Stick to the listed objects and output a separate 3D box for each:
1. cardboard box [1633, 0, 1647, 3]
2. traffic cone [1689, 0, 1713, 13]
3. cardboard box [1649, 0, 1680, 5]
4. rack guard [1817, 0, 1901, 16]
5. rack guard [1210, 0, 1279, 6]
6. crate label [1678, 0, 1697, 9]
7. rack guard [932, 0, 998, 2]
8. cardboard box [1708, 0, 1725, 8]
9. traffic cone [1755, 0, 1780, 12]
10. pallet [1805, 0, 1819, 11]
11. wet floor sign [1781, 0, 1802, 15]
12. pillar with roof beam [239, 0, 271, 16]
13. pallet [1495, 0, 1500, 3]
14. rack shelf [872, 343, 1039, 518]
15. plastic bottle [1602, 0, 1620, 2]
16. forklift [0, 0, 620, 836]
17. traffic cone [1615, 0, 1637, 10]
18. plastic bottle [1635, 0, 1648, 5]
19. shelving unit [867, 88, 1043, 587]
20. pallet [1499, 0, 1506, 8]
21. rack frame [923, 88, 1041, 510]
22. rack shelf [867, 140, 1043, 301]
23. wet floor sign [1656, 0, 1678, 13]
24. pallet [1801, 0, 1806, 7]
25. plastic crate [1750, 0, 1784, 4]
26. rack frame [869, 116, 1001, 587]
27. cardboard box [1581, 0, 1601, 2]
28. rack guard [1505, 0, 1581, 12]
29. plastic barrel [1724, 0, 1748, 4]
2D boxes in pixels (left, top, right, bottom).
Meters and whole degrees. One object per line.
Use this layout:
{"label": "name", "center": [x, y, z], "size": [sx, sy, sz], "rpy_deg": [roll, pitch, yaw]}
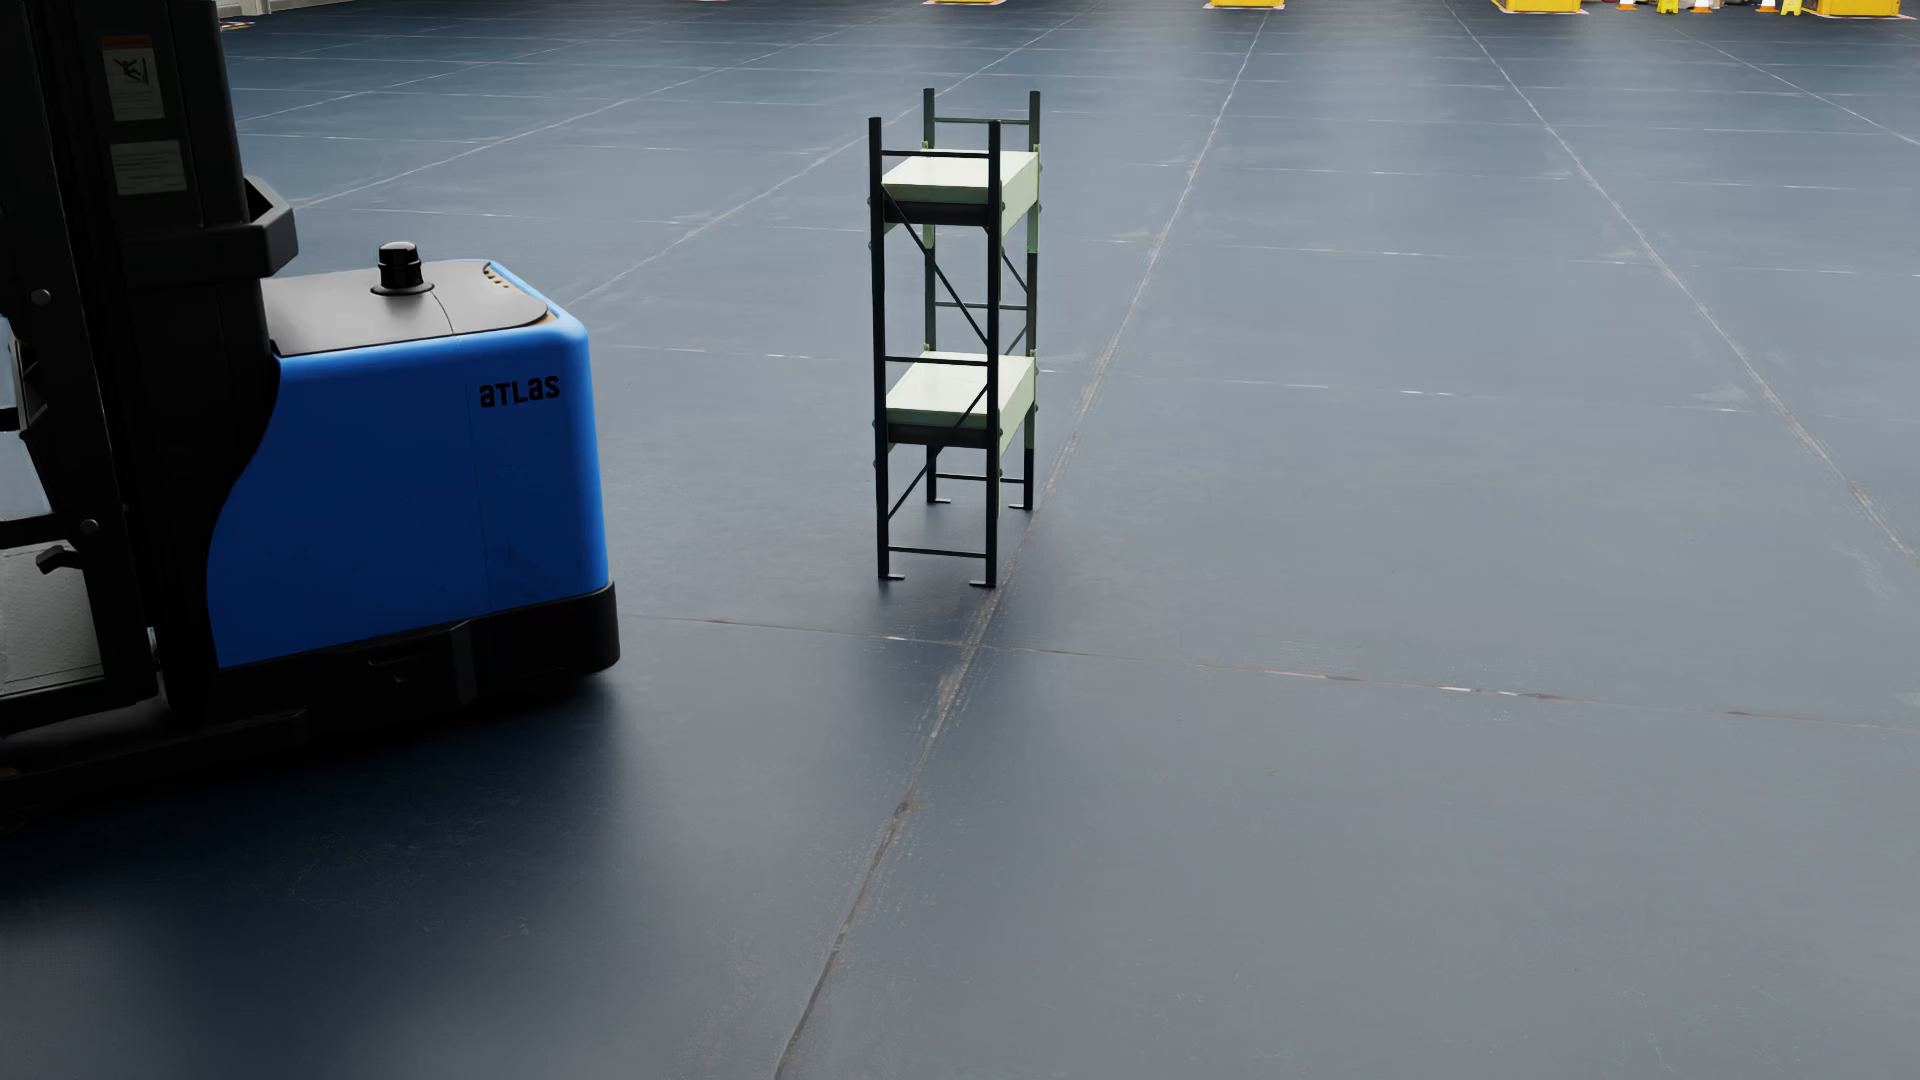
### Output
{"label": "cardboard box", "center": [12.068, -9.735, 29.670], "size": [0.396, 0.266, 0.258], "rpy_deg": [8, 23, 20]}
{"label": "traffic cone", "center": [12.335, -9.008, 27.601], "size": [0.336, 0.463, 0.334], "rpy_deg": [4, 22, 11]}
{"label": "cardboard box", "center": [12.546, -9.646, 29.132], "size": [0.797, 0.503, 0.637], "rpy_deg": [-11, 25, -26]}
{"label": "rack guard", "center": [14.681, -8.837, 27.127], "size": [1.175, 0.500, 0.348], "rpy_deg": [4, 22, 11]}
{"label": "rack guard", "center": [4.980, -9.593, 29.003], "size": [1.175, 0.500, 0.348], "rpy_deg": [4, 22, 11]}
{"label": "crate label", "center": [12.434, -9.149, 28.388], "size": [0.250, 0.136, 0.298], "rpy_deg": [-7, 23, -17]}
{"label": "rack guard", "center": [0.085, -9.974, 29.949], "size": [1.175, 0.500, 0.348], "rpy_deg": [4, 22, 11]}
{"label": "cardboard box", "center": [12.956, -9.280, 28.696], "size": [0.380, 0.149, 0.250], "rpy_deg": [18, 28, 38]}
{"label": "traffic cone", "center": [13.491, -9.048, 27.700], "size": [0.336, 0.463, 0.334], "rpy_deg": [4, 22, 11]}
{"label": "pallet", "center": [14.882, -8.998, 27.912], "size": [1.003, 0.211, 1.213], "rpy_deg": [4, 22, 11]}
{"label": "wet floor sign", "center": [13.580, -8.889, 27.061], "size": [0.267, 0.644, 0.232], "rpy_deg": [13, 25, 29]}
{"label": "pillar with roof beam", "center": [-7.297, -12.439, 24.695], "size": [9.100, 9.000, 0.400], "rpy_deg": [4, 22, 11]}
{"label": "pallet", "center": [10.137, -9.759, 29.803], "size": [1.003, 0.211, 1.213], "rpy_deg": [4, 22, 11]}
{"label": "rack shelf", "center": [-0.001, -0.391, 5.689], "size": [0.431, 0.370, 0.720], "rpy_deg": [4, 22, 11]}
{"label": "plastic bottle", "center": [11.641, -9.642, 29.713], "size": [0.283, 0.061, 0.133], "rpy_deg": [-3, 22, -8]}
{"label": "forklift", "center": [-2.522, -0.827, 3.983], "size": [3.031, 2.935, 1.130], "rpy_deg": [-12, 25, -27]}
{"label": "traffic cone", "center": [11.298, -9.219, 28.124], "size": [0.336, 0.463, 0.334], "rpy_deg": [4, 22, 11]}
{"label": "plastic bottle", "center": [11.996, -9.475, 29.299], "size": [0.133, 0.061, 0.283], "rpy_deg": [-3, 22, -8]}
{"label": "shelving unit", "center": [-0.001, -0.693, 5.567], "size": [0.431, 1.500, 0.755], "rpy_deg": [4, 22, 11]}
{"label": "pallet", "center": [9.886, -9.314, 28.698], "size": [1.003, 0.211, 1.213], "rpy_deg": [4, 22, 11]}
{"label": "rack frame", "center": [0.073, -0.827, 5.900], "size": [0.400, 1.500, 0.023], "rpy_deg": [4, 22, 11]}
{"label": "rack shelf", "center": [-0.001, -1.055, 5.422], "size": [0.431, 0.370, 0.720], "rpy_deg": [4, 22, 11]}
{"label": "wet floor sign", "center": [11.732, -9.056, 27.475], "size": [0.267, 0.644, 0.232], "rpy_deg": [1, 22, 2]}
{"label": "pallet", "center": [15.133, -9.443, 29.017], "size": [1.003, 0.211, 1.213], "rpy_deg": [4, 22, 11]}
{"label": "plastic crate", "center": [14.359, -9.566, 29.499], "size": [0.402, 0.080, 0.583], "rpy_deg": [-3, 22, -8]}
{"label": "rack frame", "center": [-0.076, -0.559, 5.235], "size": [0.400, 1.500, 0.023], "rpy_deg": [4, 22, 11]}
{"label": "cardboard box", "center": [11.303, -9.968, 29.931], "size": [0.500, 0.500, 0.500], "rpy_deg": [8, 23, 20]}
{"label": "rack guard", "center": [9.794, -9.141, 27.882], "size": [1.175, 0.500, 0.348], "rpy_deg": [4, 22, 11]}
{"label": "plastic barrel", "center": [13.605, -9.645, 29.235], "size": [0.421, 0.421, 0.512], "rpy_deg": [-16, 27, -35]}
